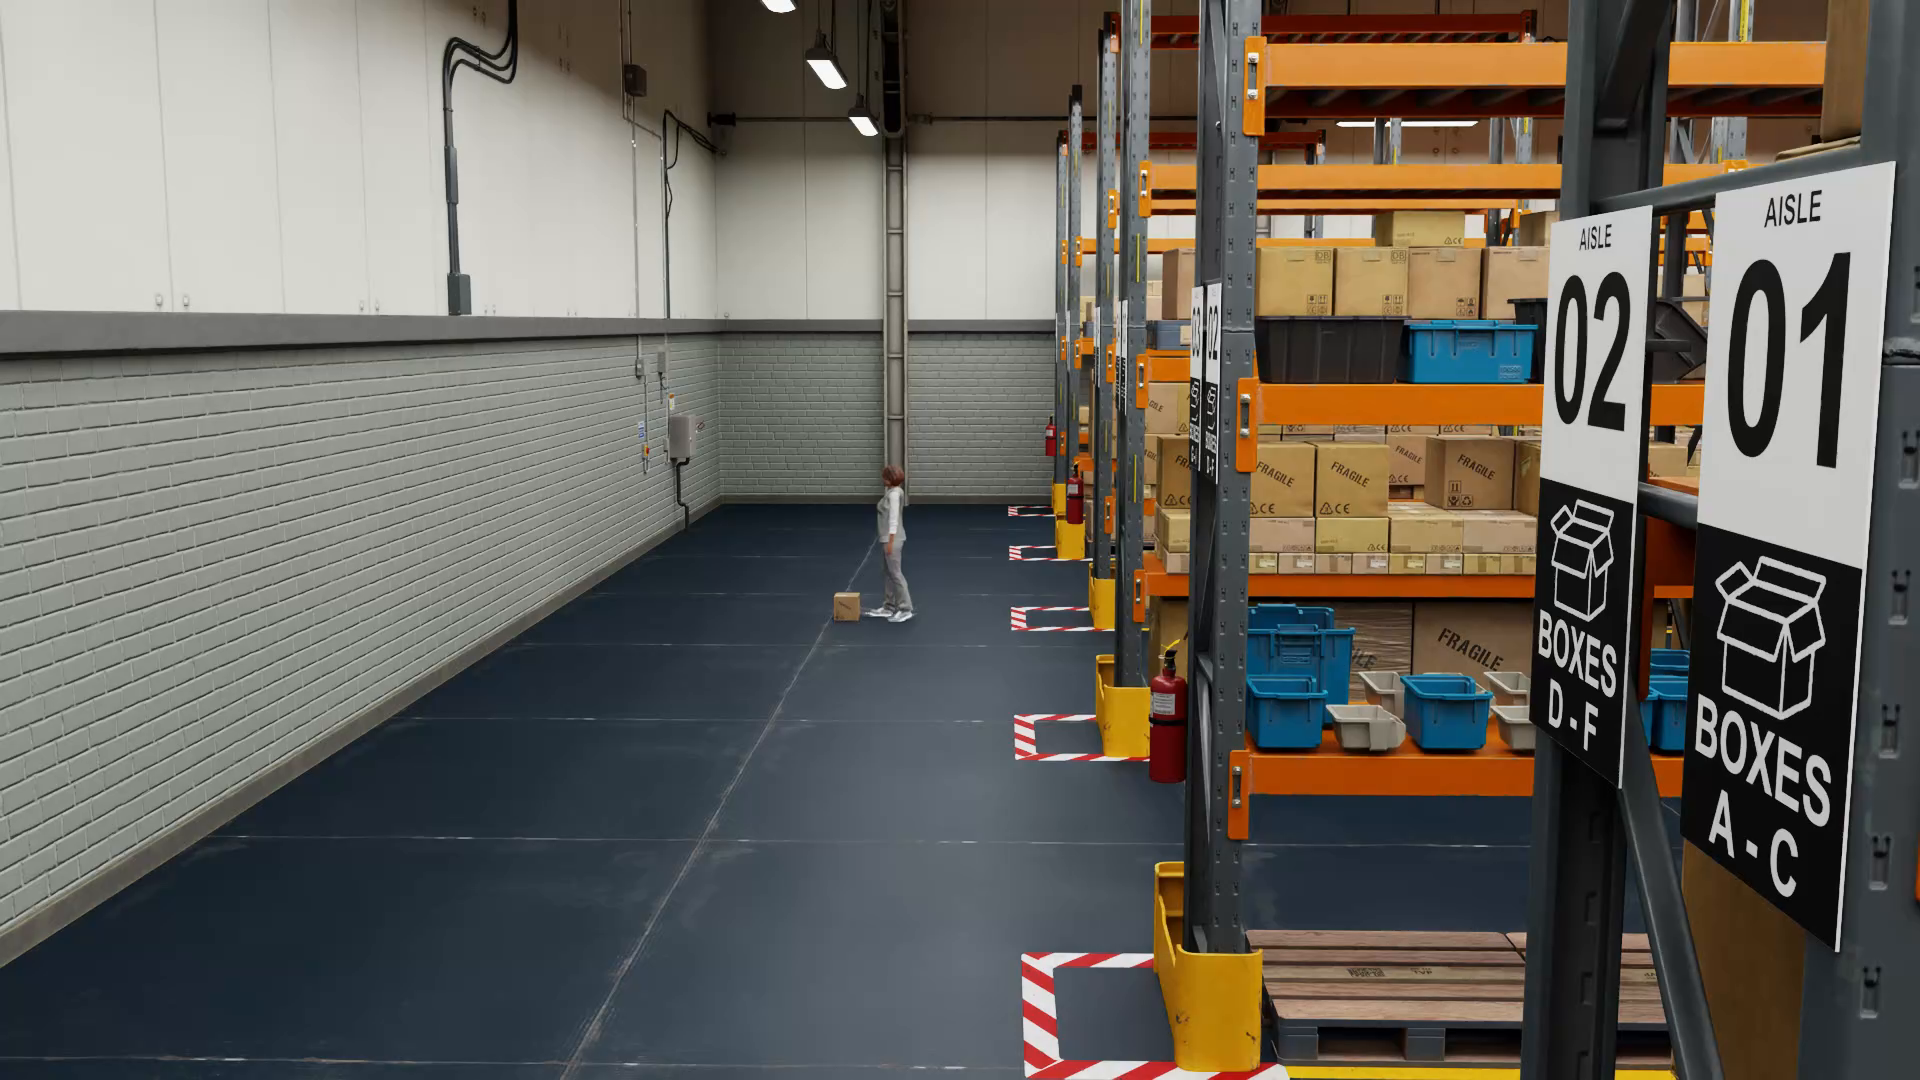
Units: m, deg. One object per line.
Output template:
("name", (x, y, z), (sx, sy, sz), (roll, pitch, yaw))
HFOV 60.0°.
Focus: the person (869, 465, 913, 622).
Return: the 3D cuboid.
("person", (-0.715, 0.034, 17.127), (0.465, 1.624, 0.416), (0, 7, 2))
